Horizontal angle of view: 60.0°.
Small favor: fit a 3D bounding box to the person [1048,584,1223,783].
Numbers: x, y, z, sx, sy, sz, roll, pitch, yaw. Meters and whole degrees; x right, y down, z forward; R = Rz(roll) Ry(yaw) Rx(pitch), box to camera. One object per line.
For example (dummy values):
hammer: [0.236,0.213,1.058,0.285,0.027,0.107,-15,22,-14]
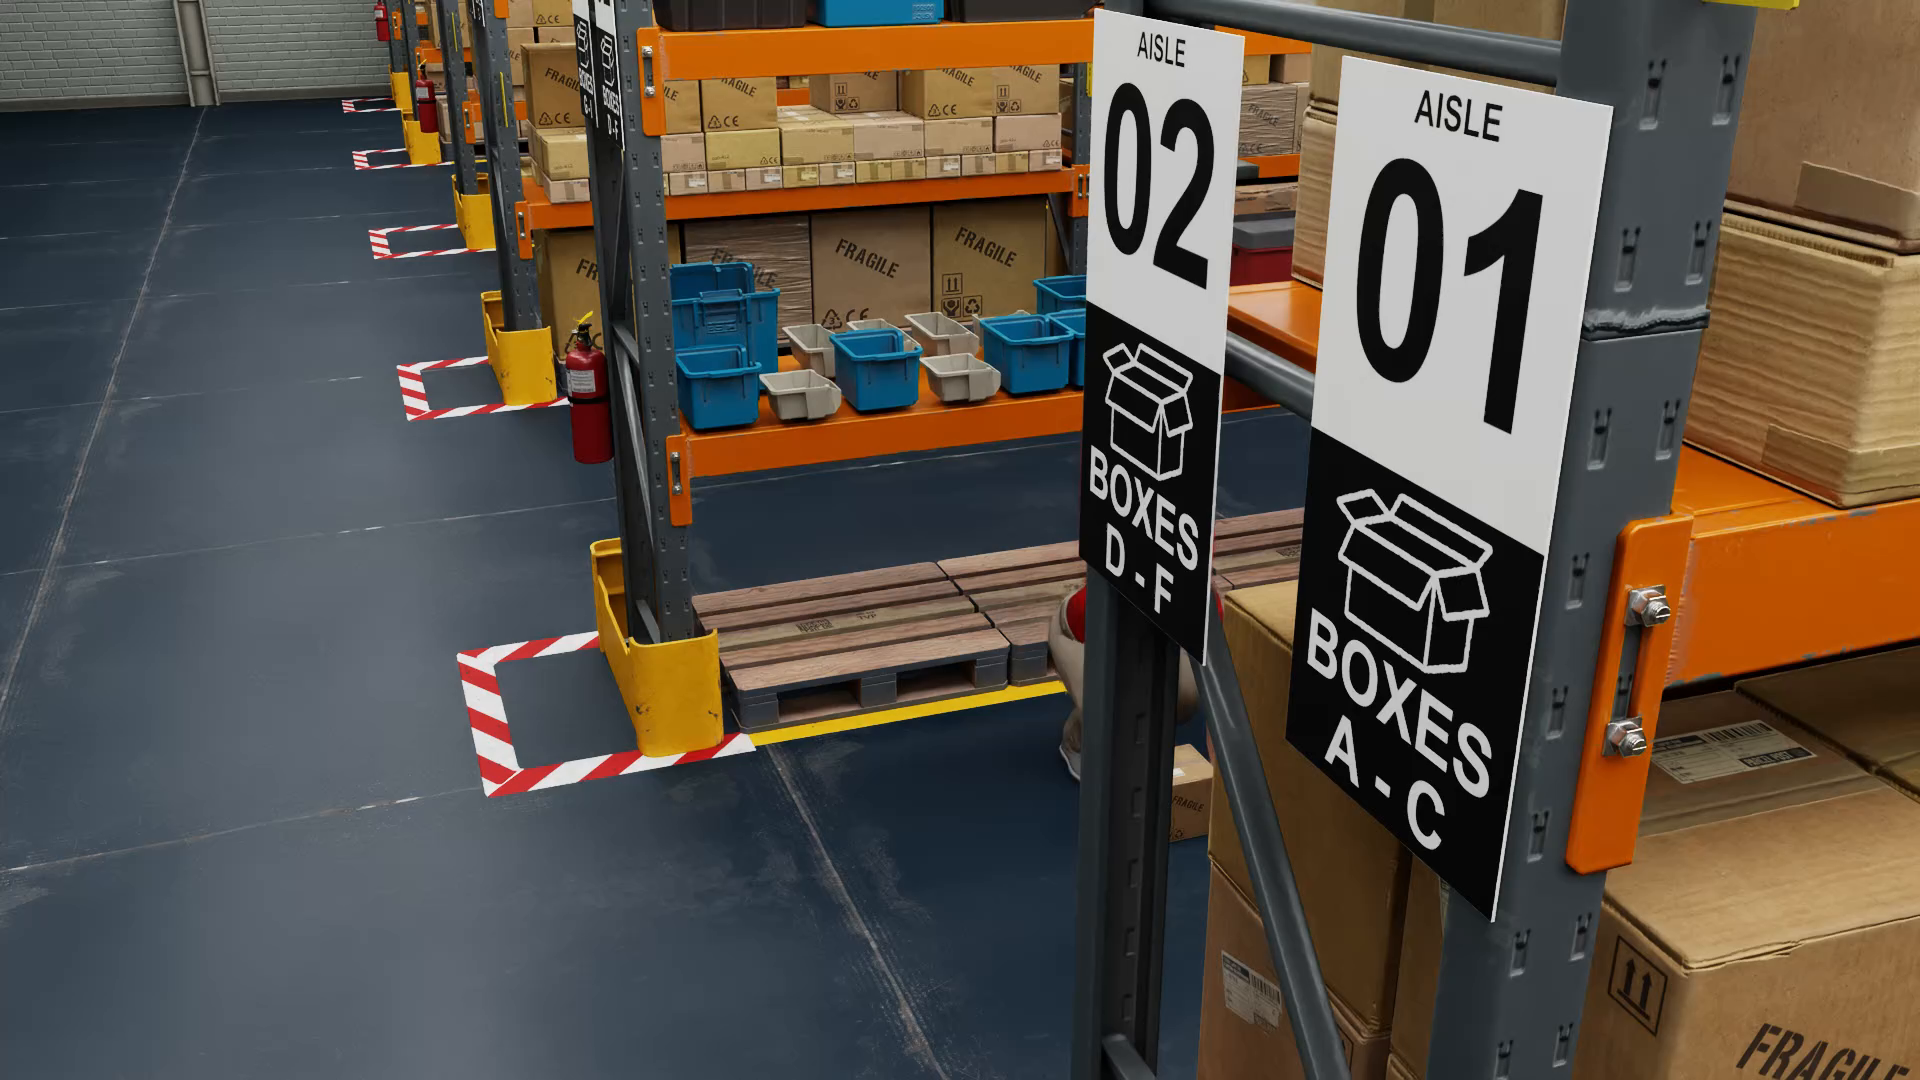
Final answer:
person: [0.697,0.486,6.424,0.570,0.981,0.869,-8,24,-19]
